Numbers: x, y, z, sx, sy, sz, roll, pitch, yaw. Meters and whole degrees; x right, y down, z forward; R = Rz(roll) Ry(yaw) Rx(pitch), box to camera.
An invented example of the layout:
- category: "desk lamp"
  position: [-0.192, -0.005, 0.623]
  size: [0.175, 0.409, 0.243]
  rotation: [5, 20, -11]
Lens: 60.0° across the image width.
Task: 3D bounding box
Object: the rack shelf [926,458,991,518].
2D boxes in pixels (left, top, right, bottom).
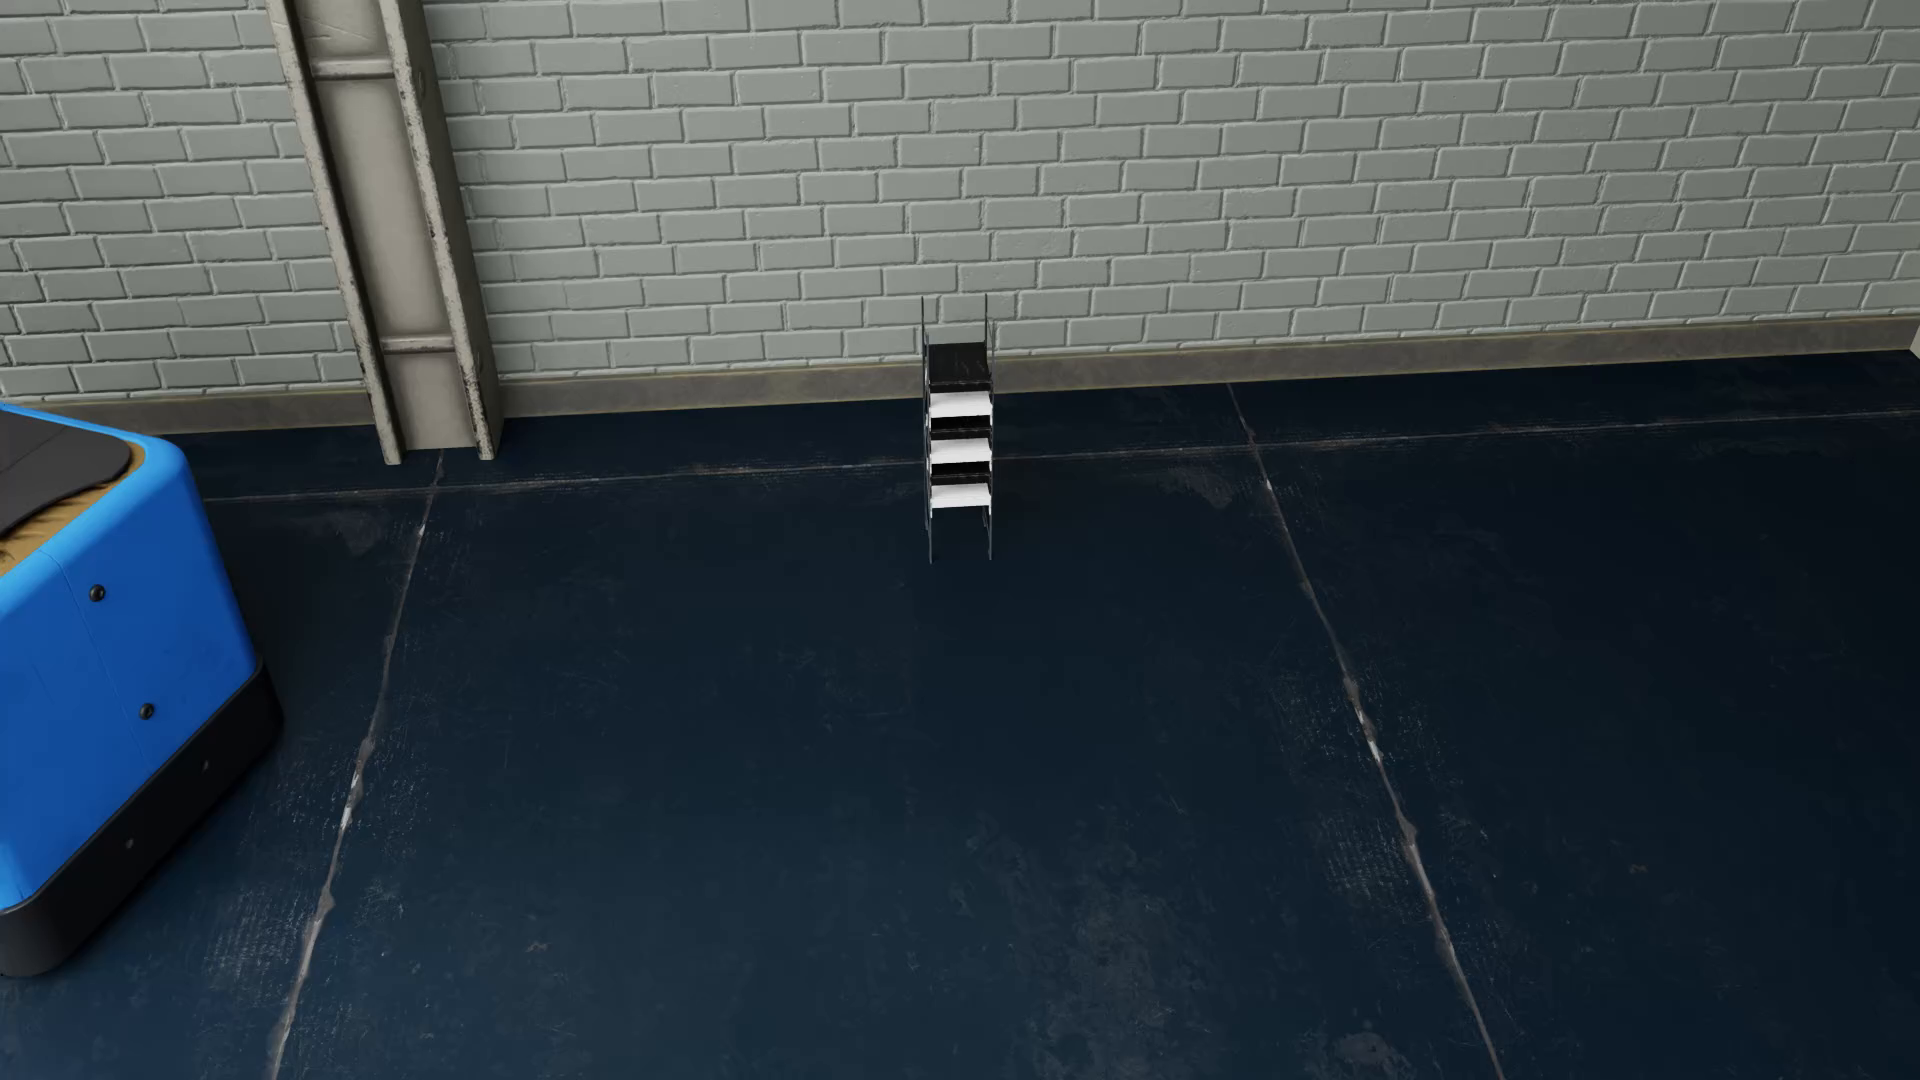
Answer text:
- category: "rack shelf"
  position: [-0.008, -0.185, 5.603]
  size: [0.200, 0.077, 0.258]
  rotation: [-3, 38, -4]

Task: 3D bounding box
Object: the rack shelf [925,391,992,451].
- category: "rack shelf"
  position: [-0.008, -0.397, 5.436]
  size: [0.200, 0.077, 0.258]
  rotation: [-3, 38, -4]

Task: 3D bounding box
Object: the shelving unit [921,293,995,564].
- category: "shelving unit"
  position: [-0.008, -0.353, 5.471]
  size: [0.210, 0.900, 0.258]
  rotation: [-3, 38, -4]

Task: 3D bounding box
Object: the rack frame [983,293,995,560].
- category: "rack frame"
  position: [0.093, -0.358, 5.478]
  size: [0.006, 0.900, 0.240]
  rotation: [-3, 38, -4]

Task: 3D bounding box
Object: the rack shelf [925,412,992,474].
- category: "rack shelf"
  position: [-0.008, -0.327, 5.491]
  size: [0.200, 0.077, 0.258]
  rotation: [-3, 38, -4]

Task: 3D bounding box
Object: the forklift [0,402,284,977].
- category: "forklift"
  position: [-3.582, -0.579, 4.118]
  size: [3.031, 2.935, 1.130]
  rotation: [12, 40, 15]

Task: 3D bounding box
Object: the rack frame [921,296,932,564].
- category: "rack frame"
  position: [-0.109, -0.347, 5.464]
  size: [0.006, 0.900, 0.240]
  rotation: [-3, 38, -4]

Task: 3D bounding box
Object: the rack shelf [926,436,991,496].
- category: "rack shelf"
  position: [-0.008, -0.256, 5.547]
  size: [0.200, 0.077, 0.258]
  rotation: [-3, 38, -4]

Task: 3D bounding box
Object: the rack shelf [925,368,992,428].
- category: "rack shelf"
  position: [-0.008, -0.468, 5.380]
  size: [0.200, 0.077, 0.258]
  rotation: [-3, 38, -4]

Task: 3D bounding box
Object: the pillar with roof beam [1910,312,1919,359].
- category: "pillar with roof beam"
  position: [4.433, -1.588, 0.498]
  size: [0.400, 9.000, 9.100]
  rotation: [-3, 38, -4]

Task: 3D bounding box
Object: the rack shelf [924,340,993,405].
- category: "rack shelf"
  position: [-0.008, -0.539, 5.324]
  size: [0.200, 0.077, 0.258]
  rotation: [-3, 38, -4]
